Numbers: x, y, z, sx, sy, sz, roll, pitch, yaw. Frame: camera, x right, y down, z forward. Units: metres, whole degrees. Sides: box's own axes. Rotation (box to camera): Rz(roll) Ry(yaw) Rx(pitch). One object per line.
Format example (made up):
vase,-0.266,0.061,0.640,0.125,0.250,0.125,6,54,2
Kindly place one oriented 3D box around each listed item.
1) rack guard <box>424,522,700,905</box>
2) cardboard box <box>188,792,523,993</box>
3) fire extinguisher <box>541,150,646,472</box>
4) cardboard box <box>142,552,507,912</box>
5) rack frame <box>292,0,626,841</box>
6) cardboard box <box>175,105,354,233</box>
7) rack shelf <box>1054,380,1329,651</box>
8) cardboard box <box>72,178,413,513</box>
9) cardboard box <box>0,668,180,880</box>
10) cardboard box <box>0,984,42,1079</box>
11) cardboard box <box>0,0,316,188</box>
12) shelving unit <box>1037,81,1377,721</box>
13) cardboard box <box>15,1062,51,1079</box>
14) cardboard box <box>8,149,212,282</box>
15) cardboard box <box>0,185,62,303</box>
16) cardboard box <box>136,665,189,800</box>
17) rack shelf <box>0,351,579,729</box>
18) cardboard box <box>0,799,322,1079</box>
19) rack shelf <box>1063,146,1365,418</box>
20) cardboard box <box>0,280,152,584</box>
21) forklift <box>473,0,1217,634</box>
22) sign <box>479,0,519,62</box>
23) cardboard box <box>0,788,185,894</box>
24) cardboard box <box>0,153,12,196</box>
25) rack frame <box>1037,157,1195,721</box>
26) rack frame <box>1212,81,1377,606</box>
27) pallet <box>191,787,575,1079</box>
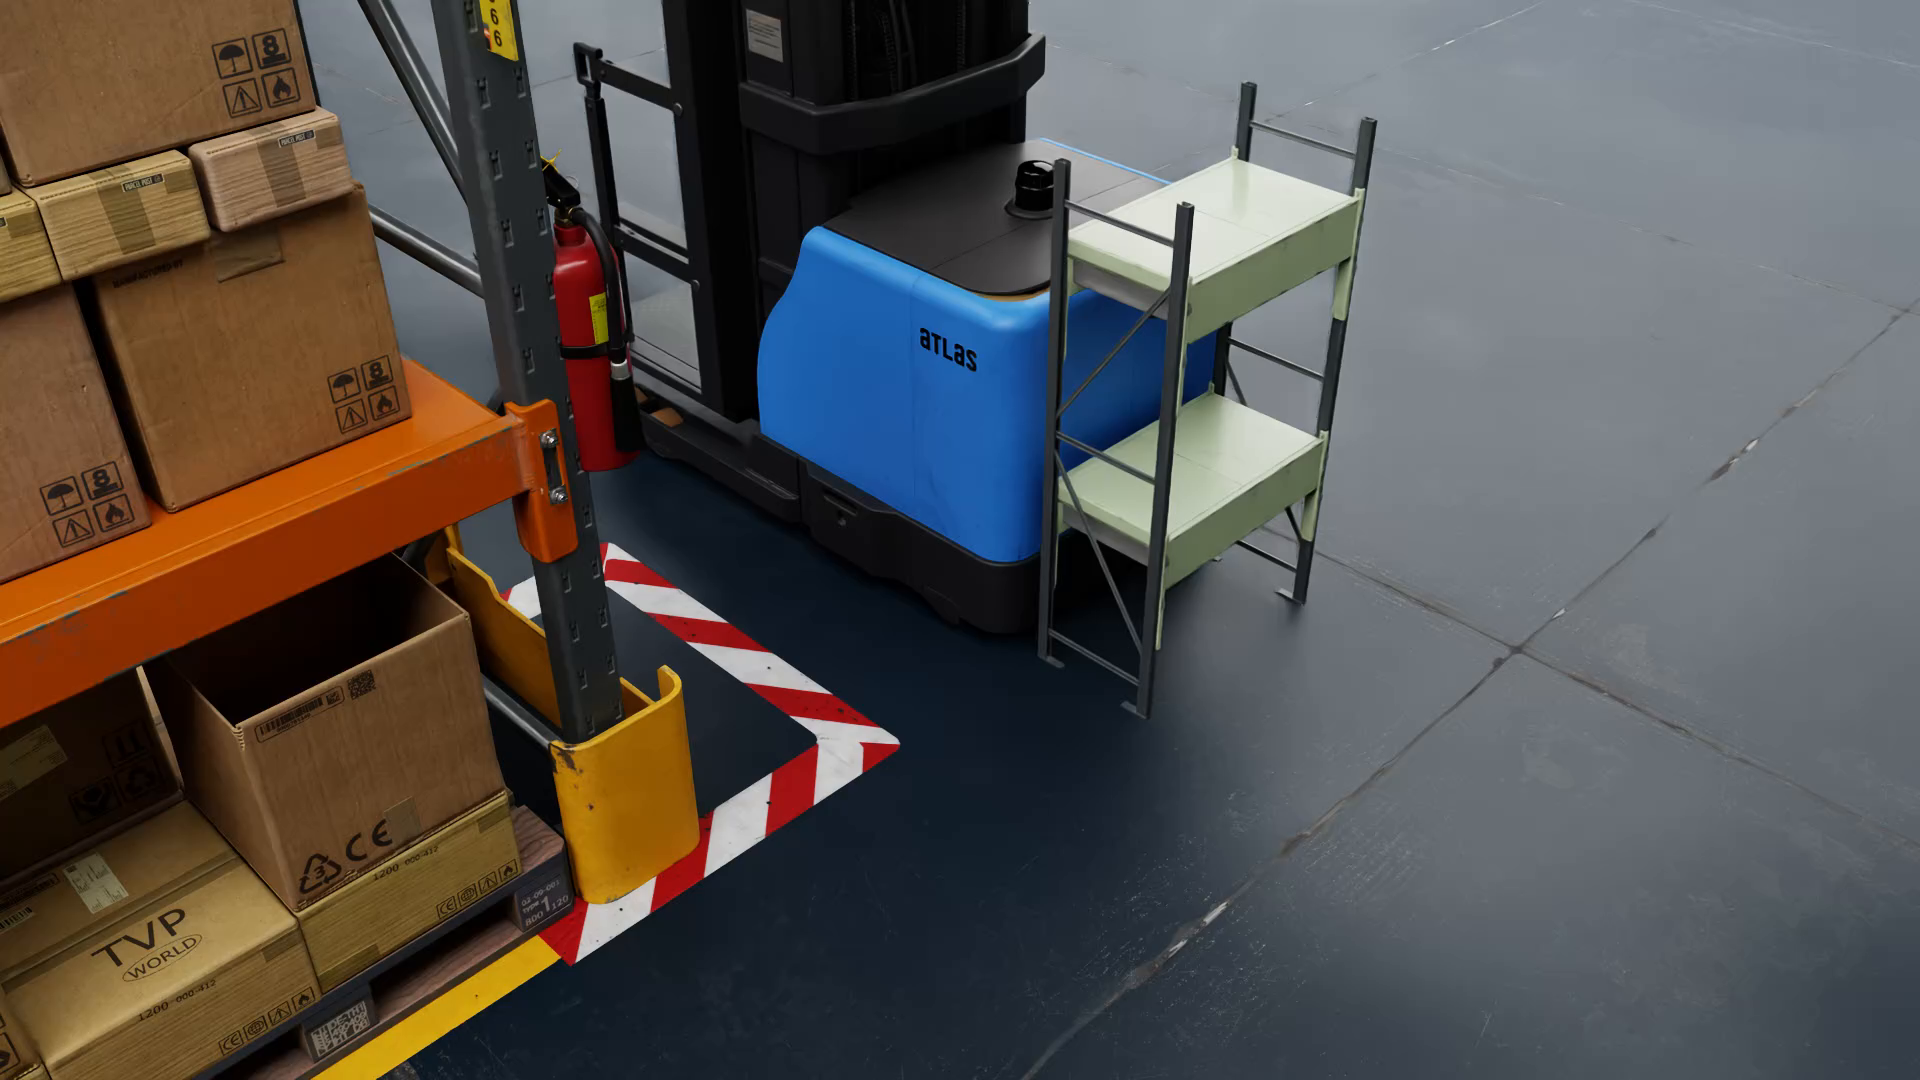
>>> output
rack guard,-1.160,0.381,4.267,1.175,0.500,0.348,30,45,35
cardboard box,-1.345,0.658,3.721,0.500,0.250,0.500,30,45,35
fire extinguisher,-0.764,-0.463,3.360,0.296,0.674,0.183,30,45,35
cardboard box,-1.344,0.351,3.505,0.500,0.500,0.500,30,45,35
rack frame,-1.177,-0.634,3.538,1.000,3.000,0.127,30,45,35
cardboard box,-1.311,-0.710,2.991,0.380,0.149,0.250,29,44,35
rack shelf,0.629,-0.086,4.633,0.431,0.370,0.720,29,44,35
cardboard box,-1.515,-0.491,3.245,0.700,0.500,0.500,30,45,35
cardboard box,-2.064,0.345,3.514,0.500,0.500,0.500,30,45,35
cardboard box,-2.038,0.763,2.915,0.500,0.500,0.500,30,45,35
cardboard box,-1.552,-1.002,2.843,0.500,0.500,0.700,-30,45,-35
shelving unit,0.629,-0.354,4.446,0.431,1.500,0.755,29,44,35
cardboard box,-2.040,1.069,3.131,0.500,0.250,0.500,30,45,35
cardboard box,-1.494,-0.603,2.838,0.250,0.149,0.380,-29,44,-35
cardboard box,-1.675,-0.499,2.689,0.380,0.149,0.250,29,44,35
cardboard box,-1.713,0.449,4.020,0.500,0.250,0.500,30,45,35
rack shelf,-2.586,0.473,2.579,1.077,0.370,4.000,30,45,35
cardboard box,-1.689,0.866,3.423,0.500,0.250,0.500,30,45,35
rack shelf,0.629,-0.674,4.223,0.431,0.370,0.720,29,44,35
cardboard box,-1.882,-0.276,2.936,0.500,0.500,0.700,-29,44,-35
forklift,-0.586,-1.671,5.084,3.031,2.935,1.130,29,44,35
sign,-0.802,-0.982,2.817,0.100,0.325,0.005,30,45,35
cardboard box,-2.062,0.654,3.727,0.500,0.250,0.500,30,45,35
cardboard box,-1.919,-0.786,2.533,0.700,0.500,0.500,28,44,34
rack frame,0.372,-0.205,4.232,0.400,1.500,0.023,29,44,35
rack frame,0.885,-0.503,4.660,0.400,1.500,0.023,29,44,35
pallet,-1.686,0.837,3.866,1.003,0.211,1.213,30,45,35
